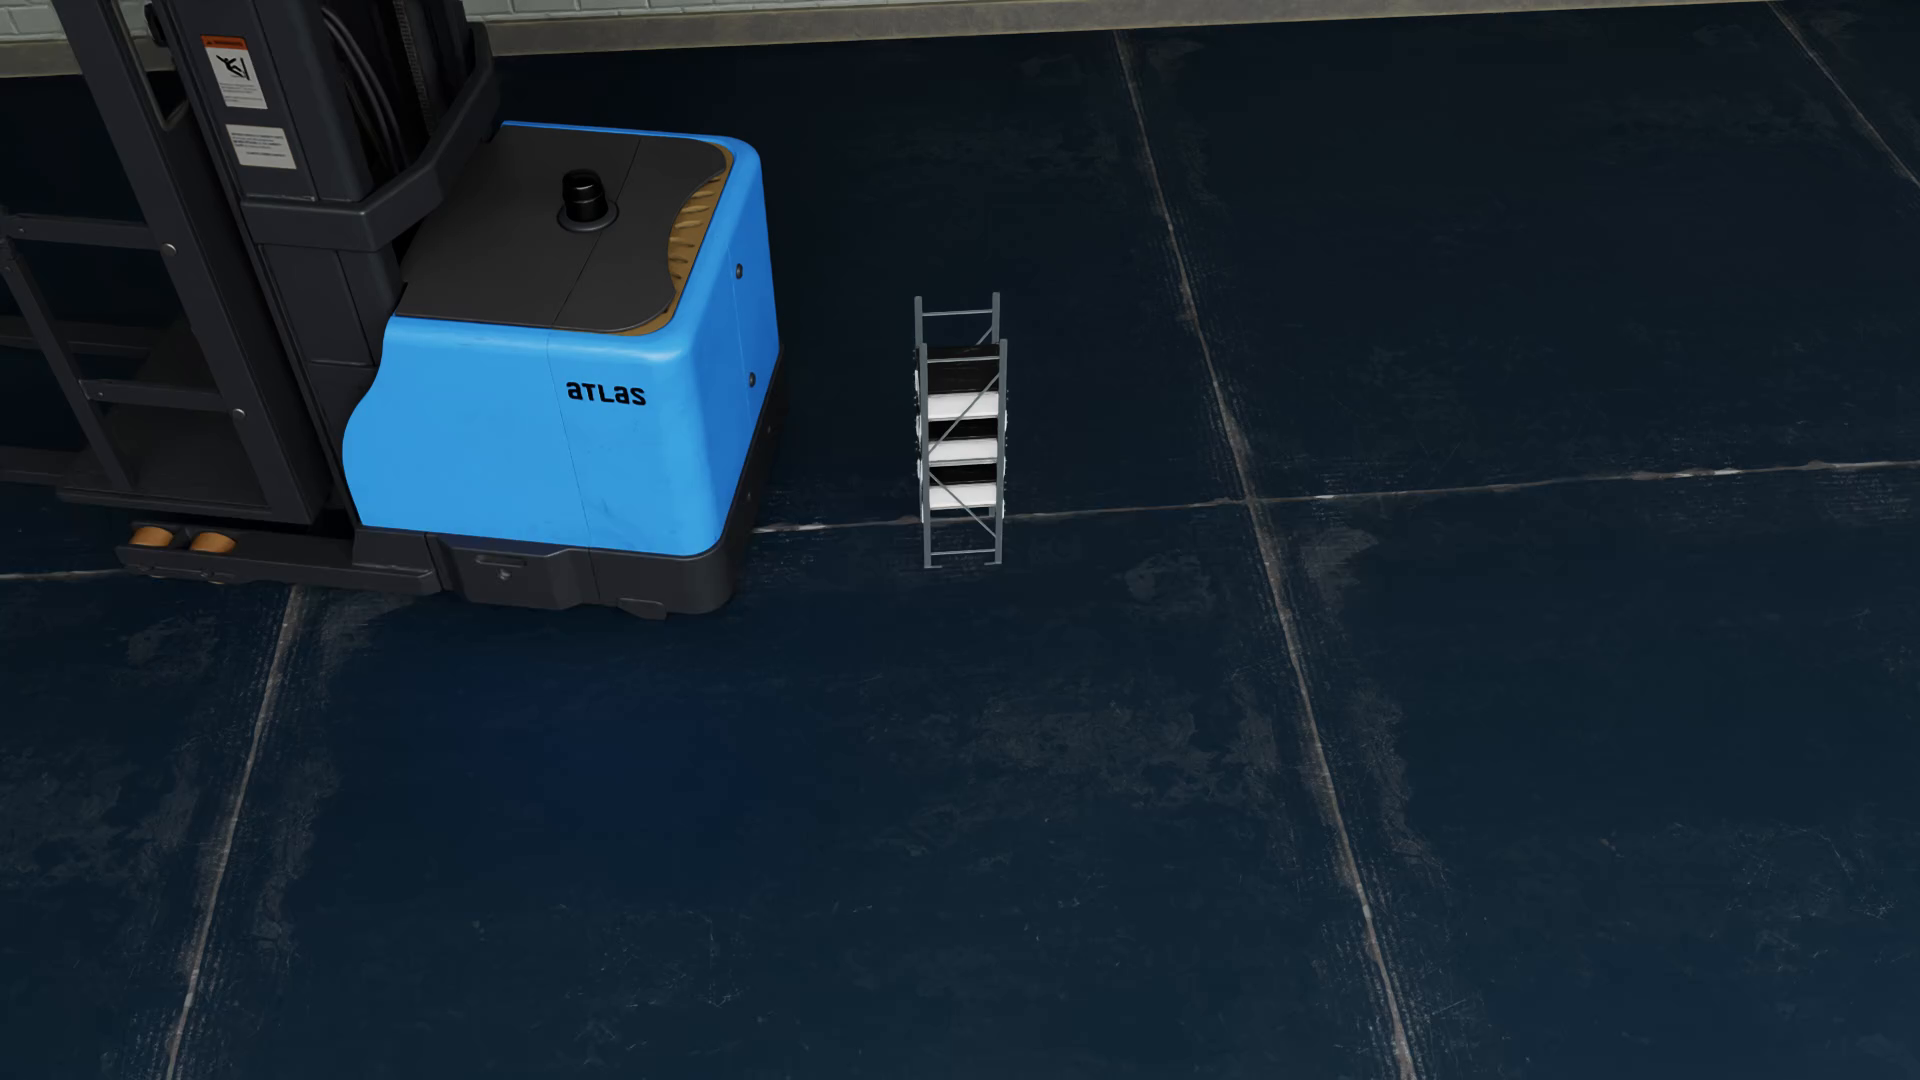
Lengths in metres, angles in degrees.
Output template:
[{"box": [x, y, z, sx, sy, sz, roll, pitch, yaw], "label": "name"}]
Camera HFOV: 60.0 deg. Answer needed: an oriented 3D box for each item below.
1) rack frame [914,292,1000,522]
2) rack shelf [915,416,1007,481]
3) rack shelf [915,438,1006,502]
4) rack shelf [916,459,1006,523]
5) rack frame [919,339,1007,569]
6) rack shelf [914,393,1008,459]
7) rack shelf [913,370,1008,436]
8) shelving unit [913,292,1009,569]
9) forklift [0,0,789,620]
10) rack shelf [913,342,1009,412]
[{"box": [-0.008, -0.377, 4.987, 0.240, 0.900, 0.006, -3, 47, -3], "label": "rack frame"}, {"box": [0.001, -0.281, 4.942, 0.258, 0.077, 0.200, -3, 47, -3], "label": "rack shelf"}, {"box": [0.001, -0.219, 5.007, 0.258, 0.077, 0.200, -3, 47, -3], "label": "rack shelf"}, {"box": [0.001, -0.157, 5.073, 0.258, 0.077, 0.200, -3, 47, -3], "label": "rack shelf"}, {"box": [0.009, -0.230, 4.848, 0.240, 0.900, 0.006, -3, 47, -3], "label": "rack frame"}, {"box": [0.001, -0.343, 4.877, 0.258, 0.077, 0.200, -3, 47, -3], "label": "rack shelf"}, {"box": [0.001, -0.404, 4.811, 0.258, 0.077, 0.200, -3, 47, -3], "label": "rack shelf"}, {"box": [0.001, -0.304, 4.918, 0.258, 0.900, 0.210, -3, 47, -3], "label": "shelving unit"}, {"box": [-2.130, -1.247, 4.412, 3.031, 2.935, 1.130, 5, 47, 5], "label": "forklift"}, {"box": [0.001, -0.466, 4.746, 0.258, 0.077, 0.200, -3, 47, -3], "label": "rack shelf"}]
